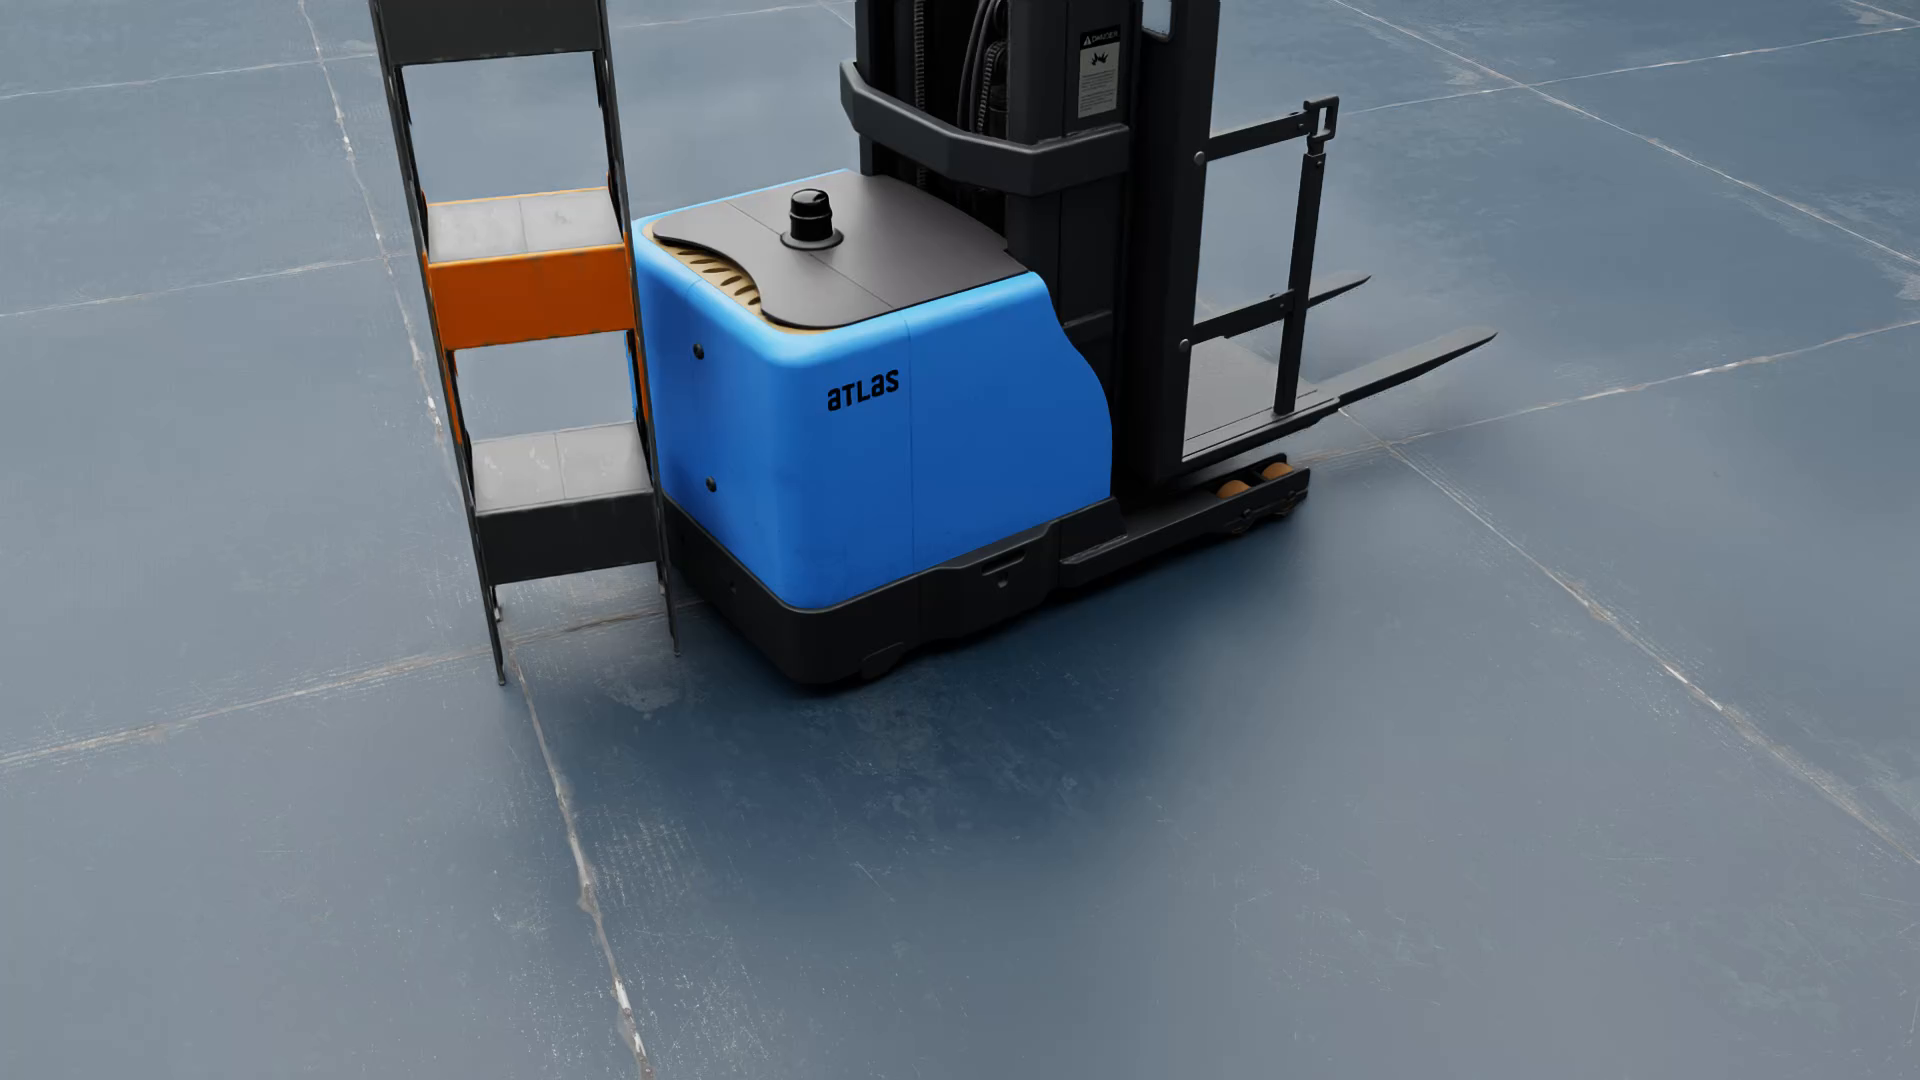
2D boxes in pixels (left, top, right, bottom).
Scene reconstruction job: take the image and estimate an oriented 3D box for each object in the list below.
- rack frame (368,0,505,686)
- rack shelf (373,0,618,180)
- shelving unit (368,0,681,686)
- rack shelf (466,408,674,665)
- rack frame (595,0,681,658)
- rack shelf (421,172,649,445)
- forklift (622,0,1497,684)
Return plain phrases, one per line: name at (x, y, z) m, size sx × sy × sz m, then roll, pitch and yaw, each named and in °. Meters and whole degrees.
rack frame at (-1.325, -0.576, 4.207) m, size 0.015 × 2.100 × 0.400 m, roll -9°, pitch 35°, yaw -13°
rack shelf at (-1.089, -1.184, 3.883) m, size 0.480 × 0.518 × 0.431 m, roll -9°, pitch 35°, yaw -13°
shelving unit at (-1.090, -0.612, 4.262) m, size 0.503 × 2.100 × 0.431 m, roll -9°, pitch 35°, yaw -13°
rack shelf at (-1.091, -0.017, 4.656) m, size 0.480 × 0.518 × 0.431 m, roll -9°, pitch 35°, yaw -13°
rack frame at (-0.855, -0.648, 4.317) m, size 0.015 × 2.100 × 0.400 m, roll -9°, pitch 35°, yaw -13°
rack shelf at (-1.090, -0.601, 4.269) m, size 0.480 × 0.518 × 0.431 m, roll -9°, pitch 35°, yaw -13°
forklift at (0.513, -1.463, 4.812) m, size 3.031 × 2.935 × 1.130 m, roll -21°, pitch 39°, yaw -29°
